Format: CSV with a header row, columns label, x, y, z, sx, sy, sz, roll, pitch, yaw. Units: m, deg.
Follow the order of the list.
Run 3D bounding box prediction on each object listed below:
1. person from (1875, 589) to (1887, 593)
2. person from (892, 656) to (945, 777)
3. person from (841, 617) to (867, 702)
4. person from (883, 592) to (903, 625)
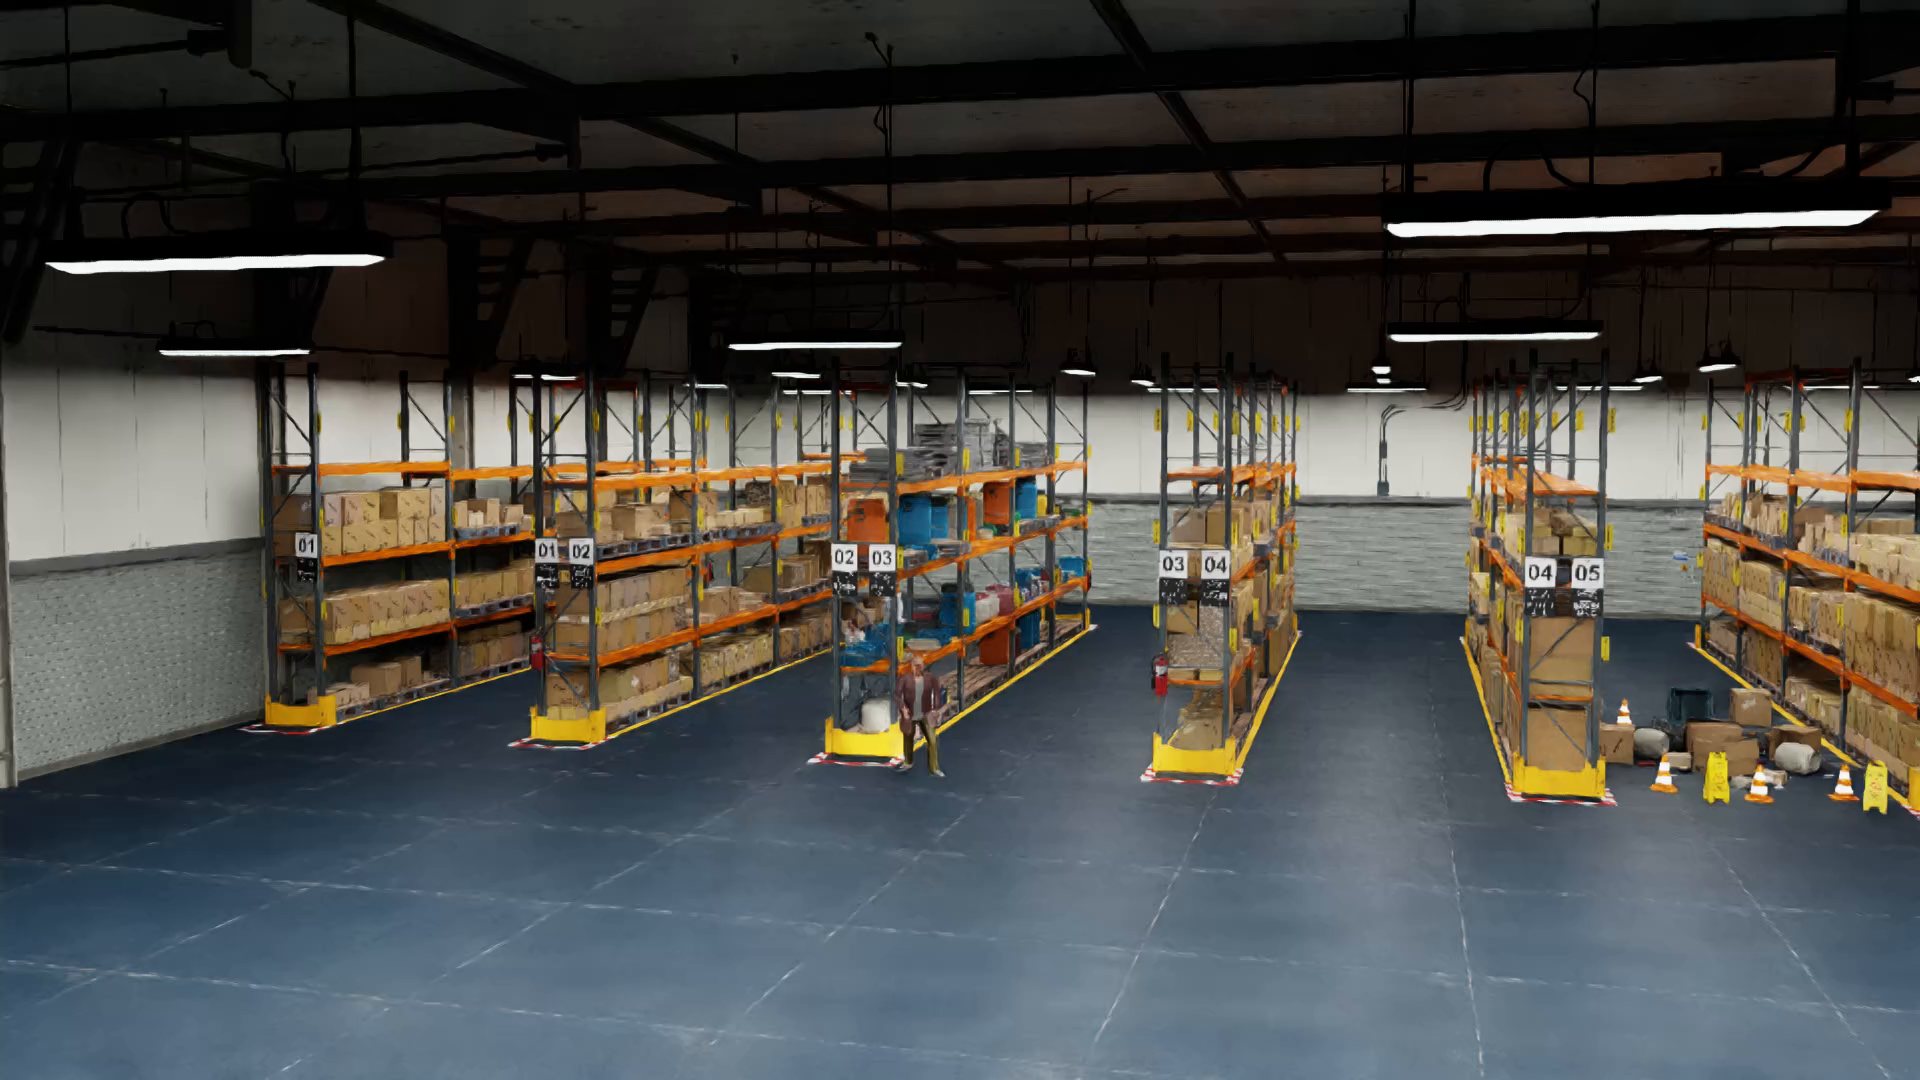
label,x,y,z,sx,sy,sz,roll,pitch,yaw
person,21.257,1.453,38.344,0.495,1.724,0.744,-1,4,-14
person,-0.591,2.476,23.587,0.728,1.712,0.904,0,4,-2
person,-1.896,2.123,29.955,0.415,1.517,1.041,1,4,12
person,-1.468,1.635,36.220,0.502,1.625,0.988,1,4,14
